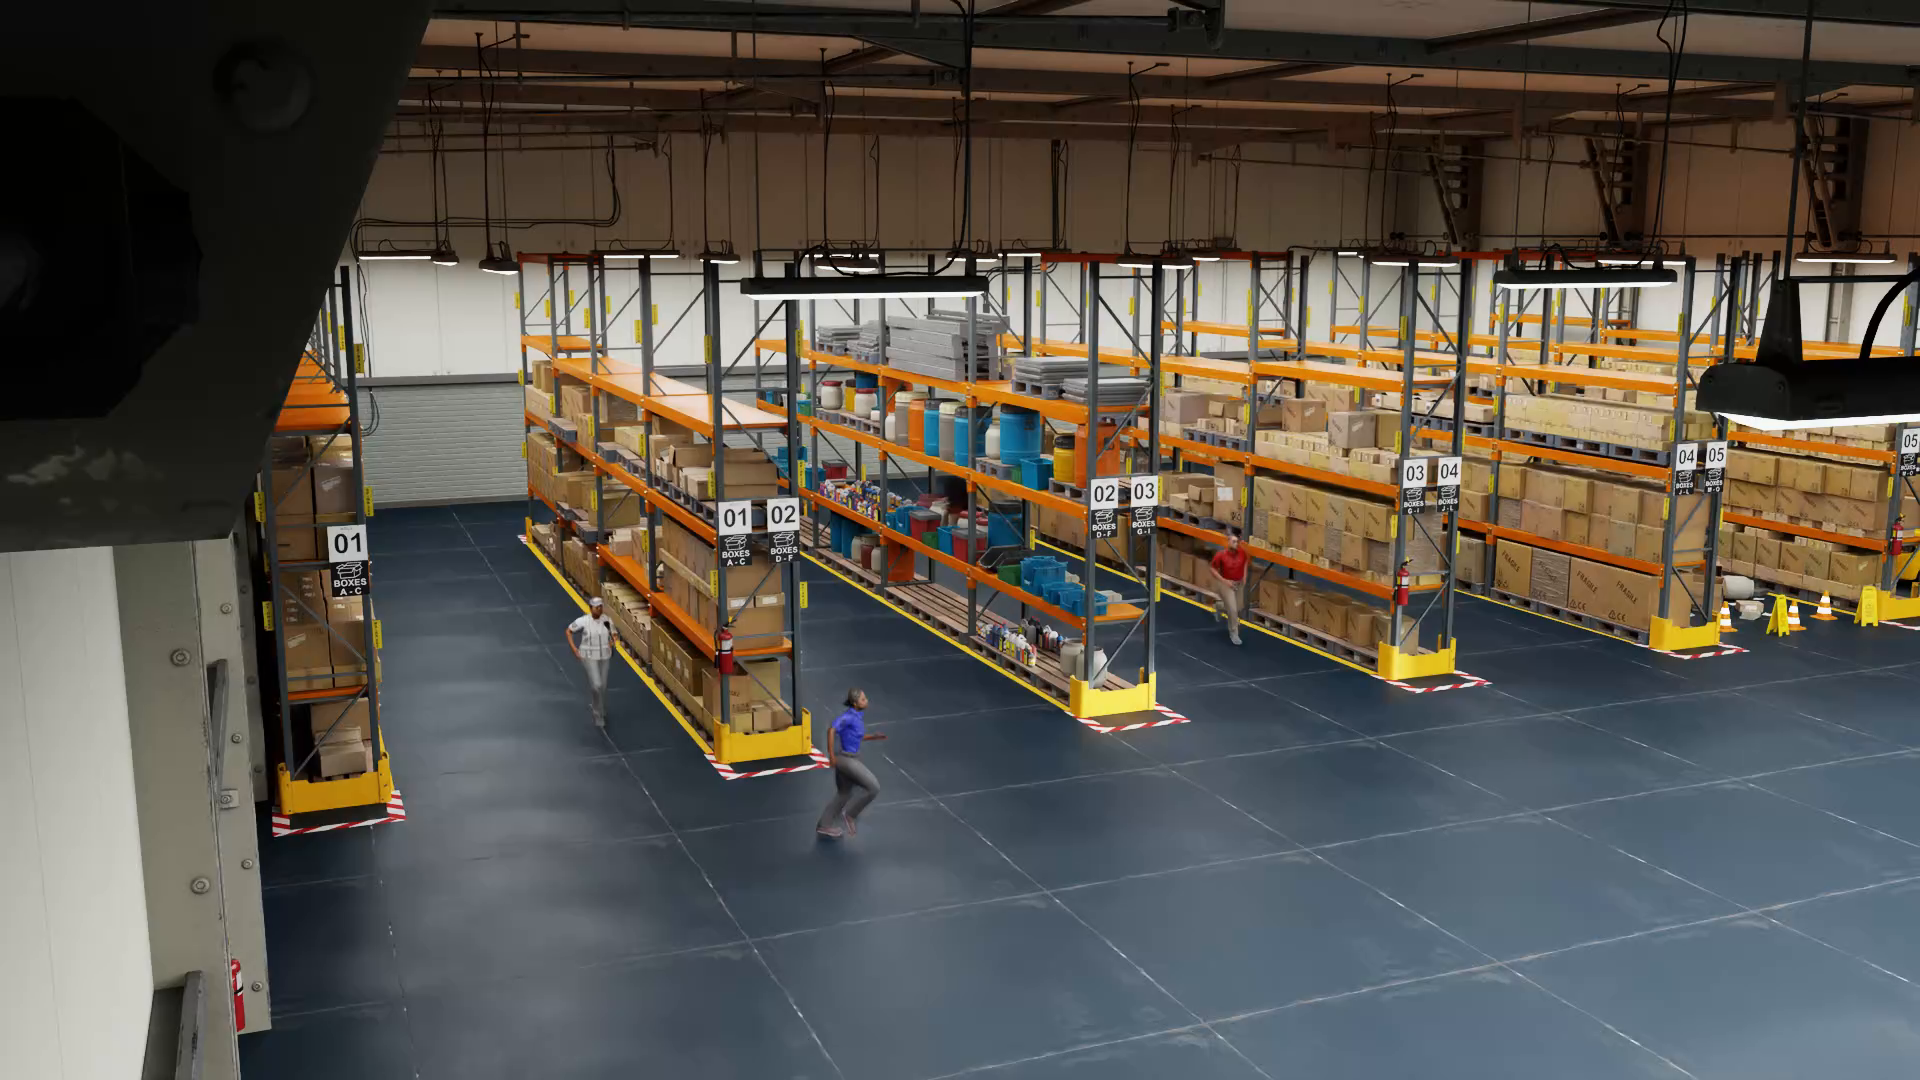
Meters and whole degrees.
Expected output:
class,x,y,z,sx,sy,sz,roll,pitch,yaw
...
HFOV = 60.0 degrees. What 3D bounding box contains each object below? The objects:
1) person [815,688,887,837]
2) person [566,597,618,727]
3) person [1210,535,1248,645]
class,x,y,z,sx,sy,sz,roll,pitch,yaw
person,-1.152,2.365,17.557,0.768,1.592,0.609,0,10,-1
person,-4.797,1.589,21.897,0.607,1.704,0.735,-8,13,-36
person,4.207,0.736,26.095,0.685,1.708,0.749,-5,11,-25
